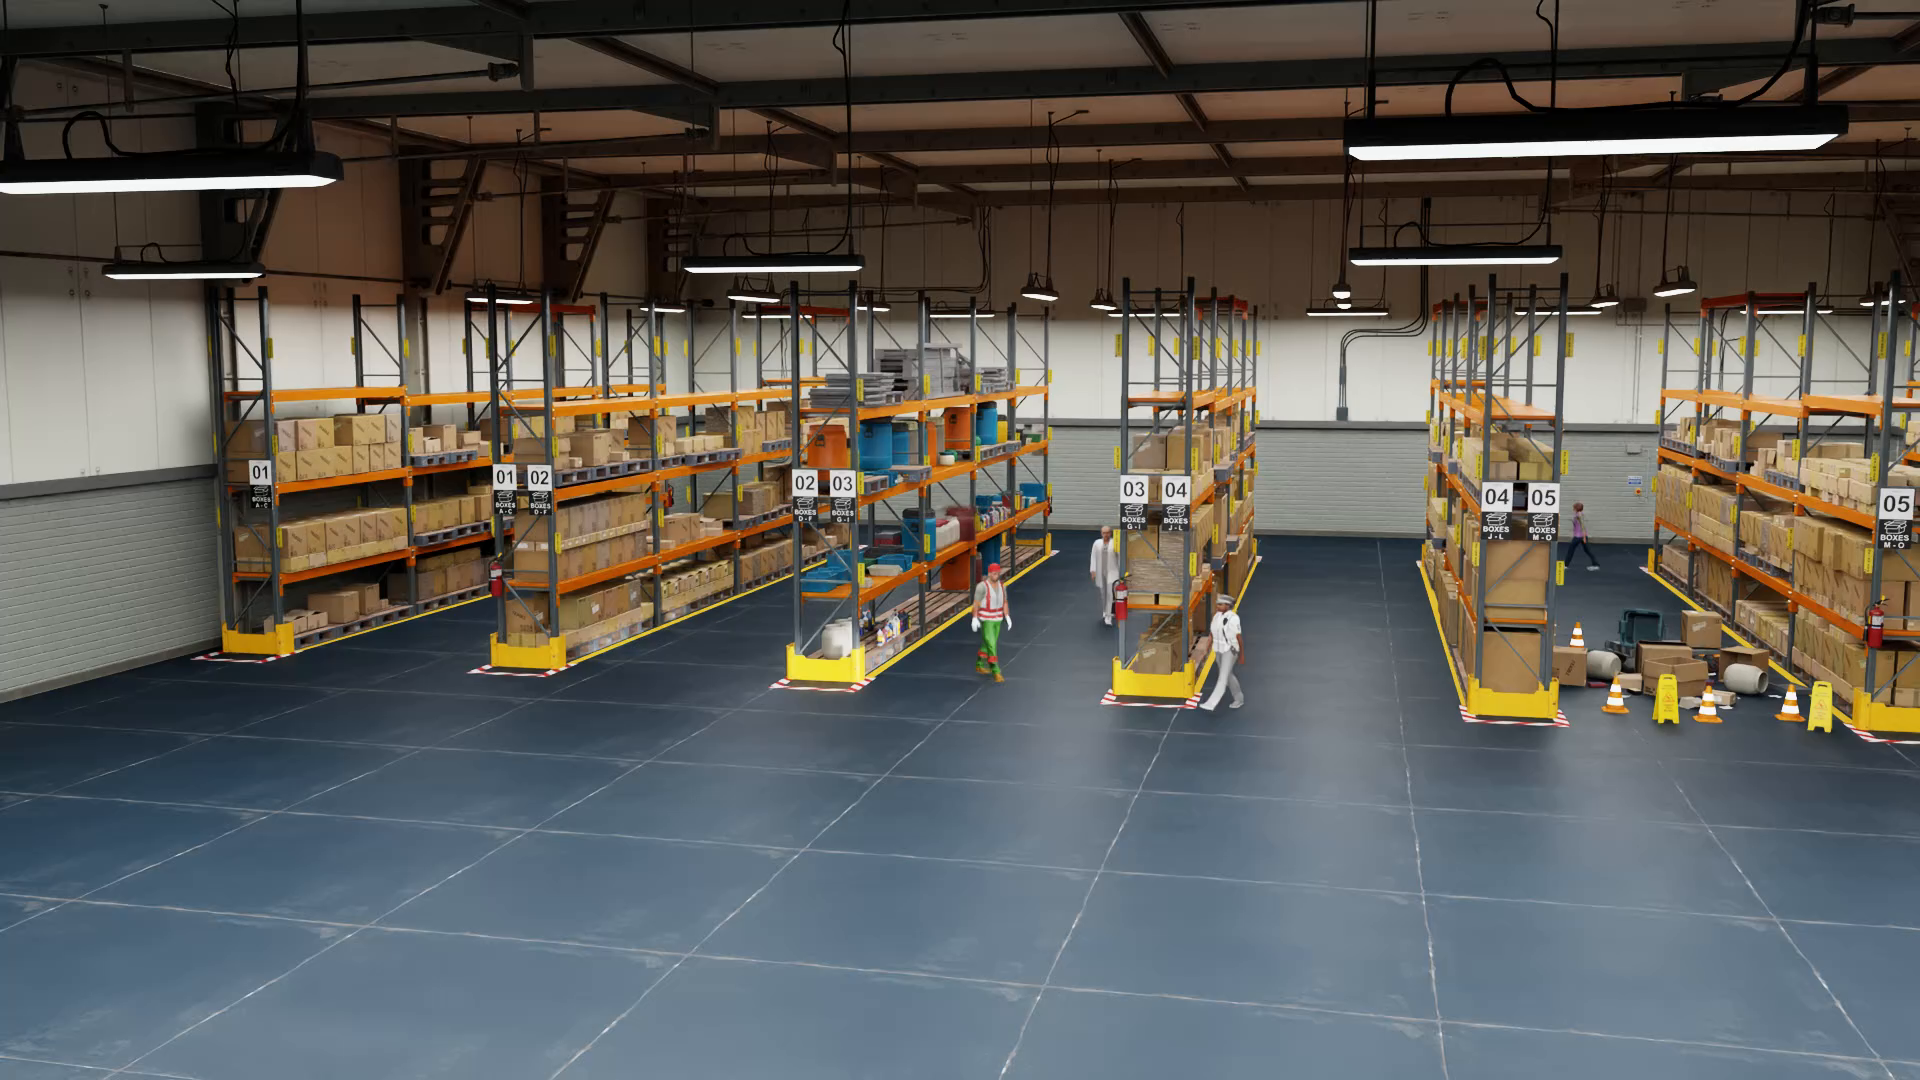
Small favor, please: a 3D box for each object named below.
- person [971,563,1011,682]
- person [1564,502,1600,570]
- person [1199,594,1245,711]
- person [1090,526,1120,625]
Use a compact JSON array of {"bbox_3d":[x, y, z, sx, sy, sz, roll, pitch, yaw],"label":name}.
[{"bbox_3d":[0.507,1.215,25.230,0.562,1.741,0.940,-6,9,-41],"label":"person"},{"bbox_3d":[14.002,-0.097,37.599,0.973,1.526,0.407,5,8,39],"label":"person"},{"bbox_3d":[3.581,1.548,22.916,1.007,1.629,0.499,-4,8,-31],"label":"person"},{"bbox_3d":[2.669,0.614,30.486,0.594,1.744,0.970,3,7,24],"label":"person"}]
